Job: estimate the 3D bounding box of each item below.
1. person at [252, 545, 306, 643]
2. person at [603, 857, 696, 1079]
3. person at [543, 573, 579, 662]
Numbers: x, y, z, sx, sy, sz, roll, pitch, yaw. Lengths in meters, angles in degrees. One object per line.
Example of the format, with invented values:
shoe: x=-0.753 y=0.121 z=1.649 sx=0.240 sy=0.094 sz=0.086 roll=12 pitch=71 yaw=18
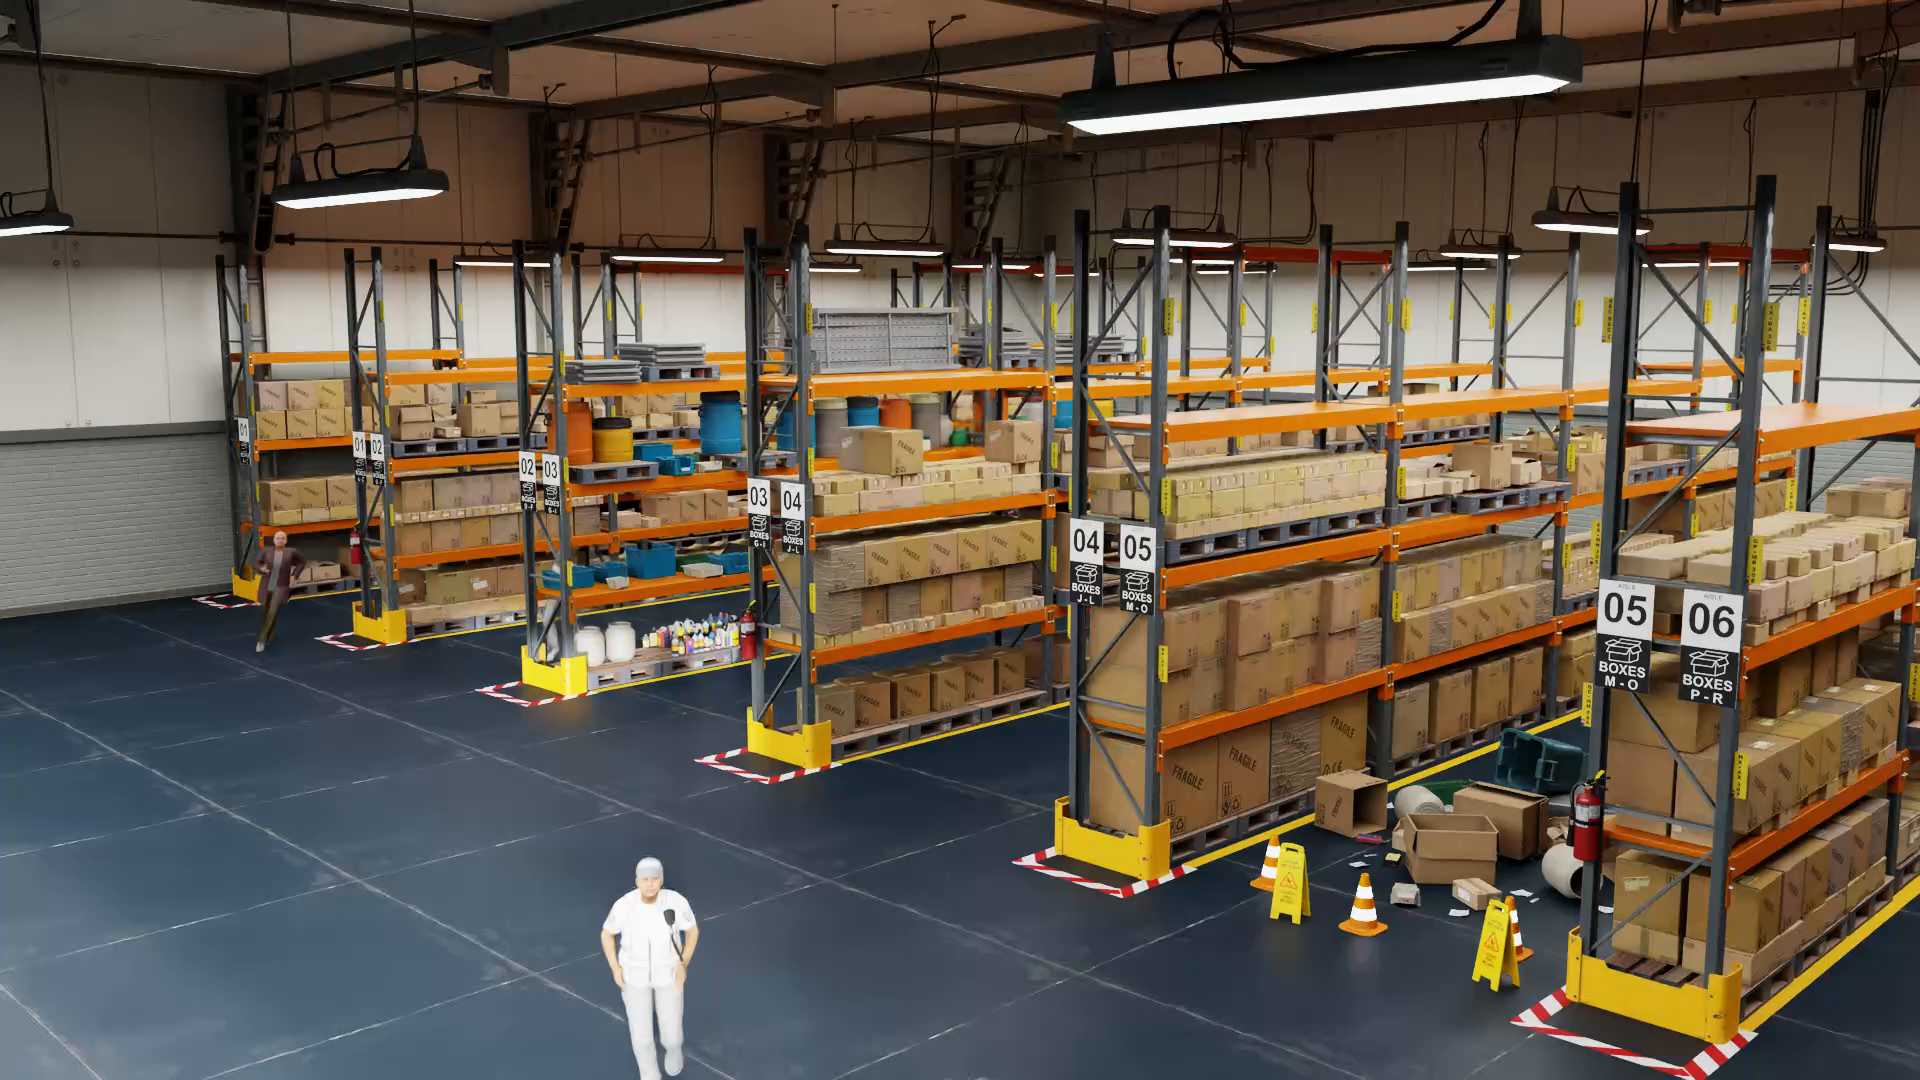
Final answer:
person: x=-10.298 y=0.779 z=25.184 sx=0.715 sy=1.465 sz=0.807 roll=-1 pitch=8 yaw=-7
person: x=-2.016 y=2.842 z=10.840 sx=0.595 sy=1.636 sz=0.563 roll=-1 pitch=8 yaw=-8
person: x=-5.791 y=1.102 z=24.367 sx=0.354 sy=1.311 sz=0.699 roll=4 pitch=9 yaw=24
